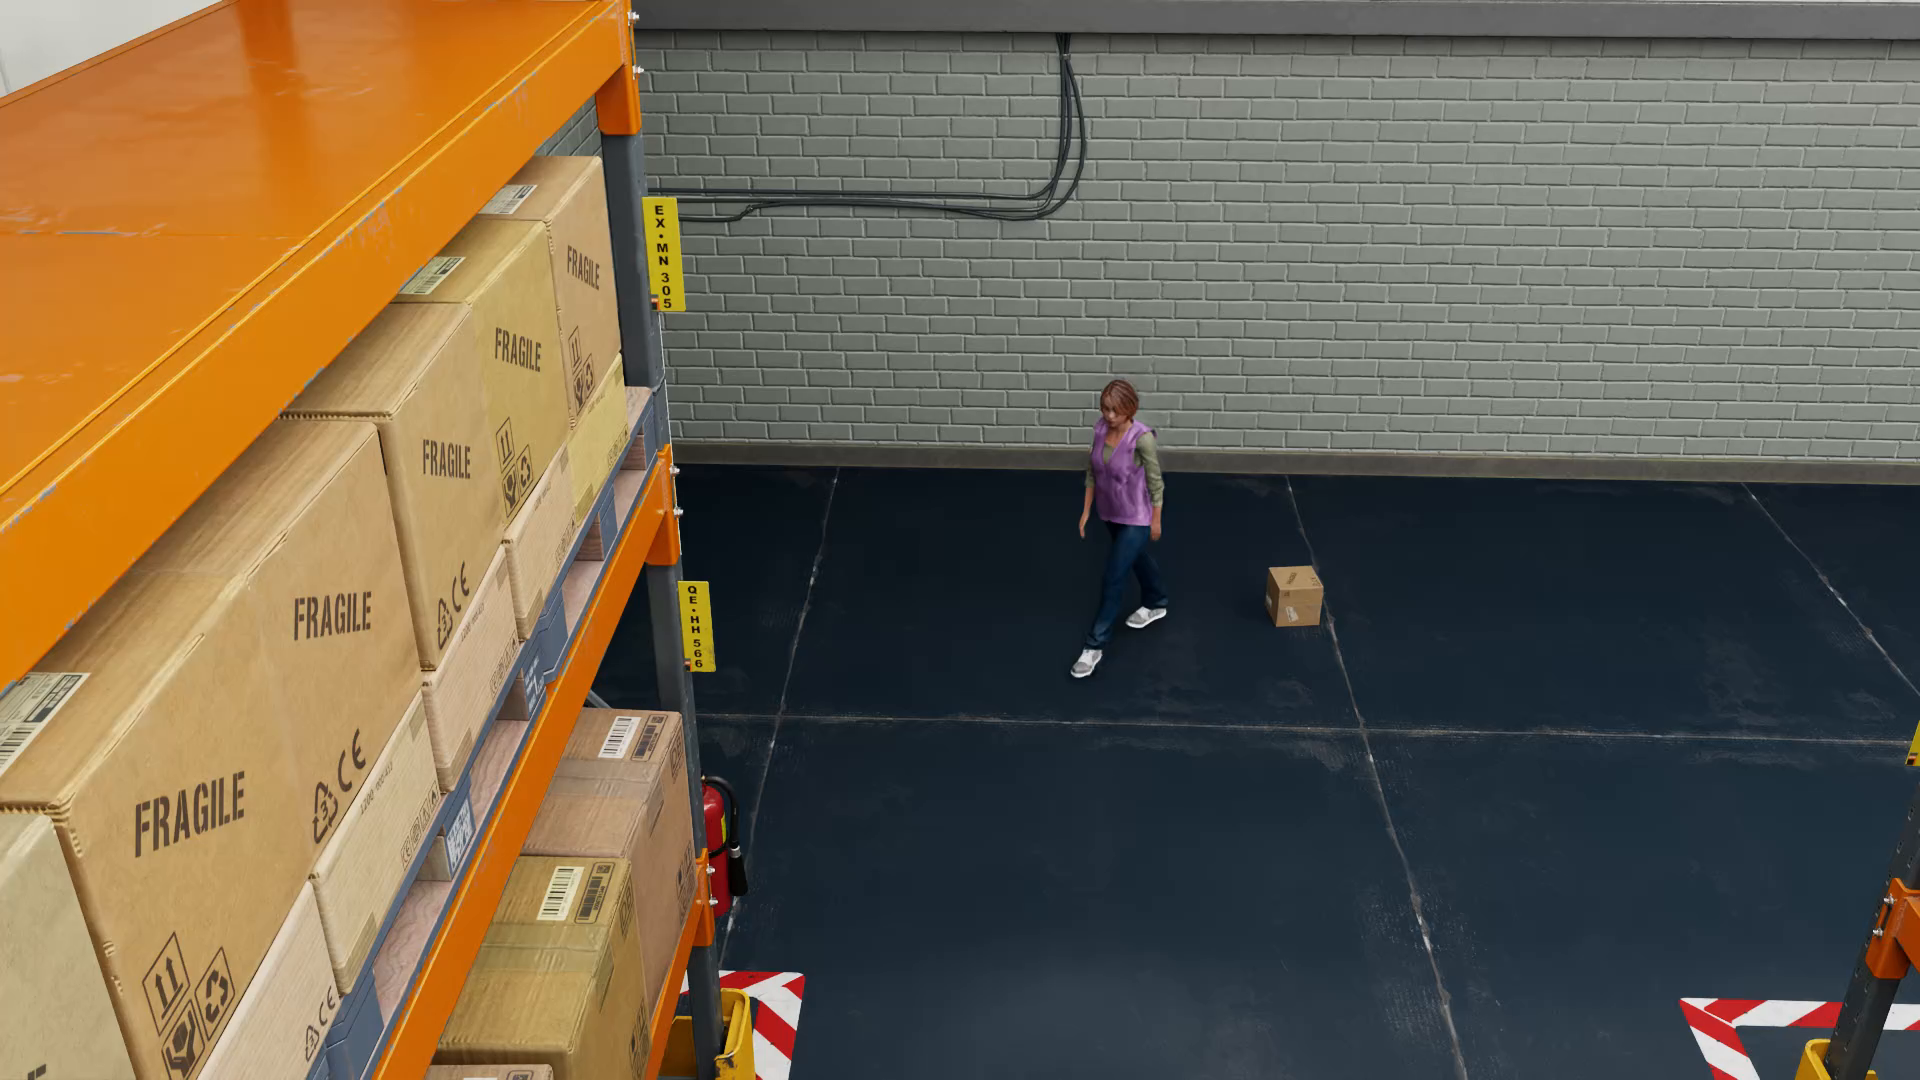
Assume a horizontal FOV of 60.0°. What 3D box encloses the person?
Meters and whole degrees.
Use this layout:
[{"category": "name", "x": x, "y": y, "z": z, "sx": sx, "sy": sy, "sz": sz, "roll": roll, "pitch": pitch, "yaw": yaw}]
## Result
[{"category": "person", "x": 0.841, "y": -0.127, "z": 8.853, "sx": 0.851, "sy": 1.556, "sz": 0.419, "roll": -20, "pitch": 34, "yaw": -32}]
